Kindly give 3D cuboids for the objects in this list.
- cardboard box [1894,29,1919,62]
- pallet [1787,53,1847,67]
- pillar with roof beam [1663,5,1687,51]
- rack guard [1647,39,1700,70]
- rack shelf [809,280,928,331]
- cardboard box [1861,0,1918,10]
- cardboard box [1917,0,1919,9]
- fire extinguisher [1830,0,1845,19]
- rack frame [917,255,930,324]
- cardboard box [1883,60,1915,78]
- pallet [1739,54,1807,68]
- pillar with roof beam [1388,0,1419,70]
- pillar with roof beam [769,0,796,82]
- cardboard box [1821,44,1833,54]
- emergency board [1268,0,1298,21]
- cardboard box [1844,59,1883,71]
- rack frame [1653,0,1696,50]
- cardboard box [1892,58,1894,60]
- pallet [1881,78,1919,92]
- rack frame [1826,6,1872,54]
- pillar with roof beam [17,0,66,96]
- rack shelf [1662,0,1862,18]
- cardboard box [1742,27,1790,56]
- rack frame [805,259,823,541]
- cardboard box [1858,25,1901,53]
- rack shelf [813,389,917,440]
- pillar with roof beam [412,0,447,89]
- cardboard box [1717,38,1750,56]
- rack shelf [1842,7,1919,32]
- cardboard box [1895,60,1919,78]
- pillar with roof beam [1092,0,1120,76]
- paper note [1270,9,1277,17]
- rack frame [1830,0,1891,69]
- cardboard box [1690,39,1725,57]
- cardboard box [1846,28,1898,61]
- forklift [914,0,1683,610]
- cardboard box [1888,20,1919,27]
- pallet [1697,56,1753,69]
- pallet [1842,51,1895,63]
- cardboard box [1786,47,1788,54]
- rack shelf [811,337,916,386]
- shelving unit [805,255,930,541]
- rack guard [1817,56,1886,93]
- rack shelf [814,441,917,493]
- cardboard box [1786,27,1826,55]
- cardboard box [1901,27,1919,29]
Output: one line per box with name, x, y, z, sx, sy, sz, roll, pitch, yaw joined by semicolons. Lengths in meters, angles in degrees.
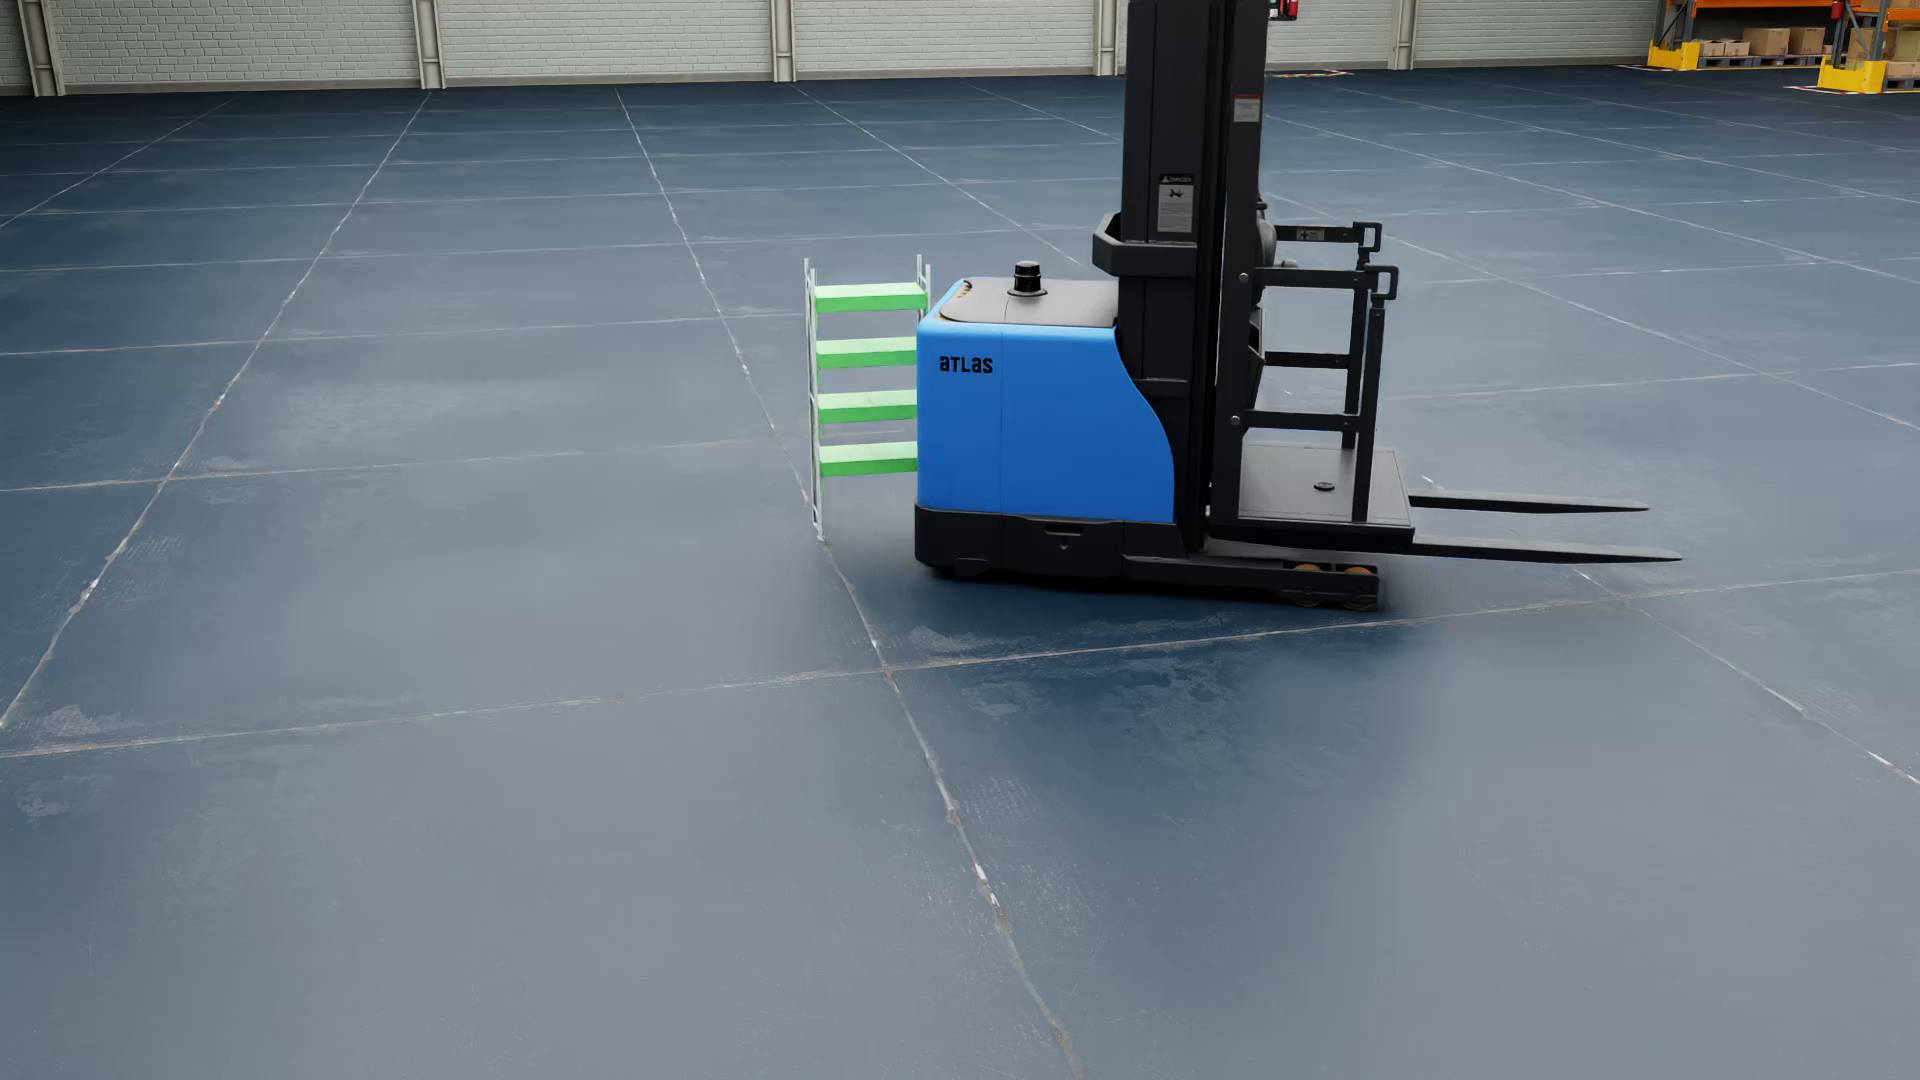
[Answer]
cardboard box;16.097;-8.292;27.886;0.500;0.500;0.500;-5;21;-12
pallet;17.142;-9.625;33.284;1.213;0.211;1.003;-5;21;-12
pillar with roof beam;15.367;-12.404;28.093;0.400;9.000;9.100;-5;21;-12
rack guard;13.968;-9.515;32.564;0.348;0.500;1.175;-5;21;-12
rack shelf;-0.395;-1.005;7.104;0.480;0.148;0.258;-4;20;-10
cardboard box;15.495;-9.105;27.663;0.500;0.500;0.700;-5;21;-12
cardboard box;16.005;-9.148;27.781;0.500;0.500;0.700;-4;21;-11
fire extinguisher;14.816;-9.135;28.004;0.183;0.674;0.296;-5;21;-12
rack frame;-0.155;-0.630;7.291;0.015;1.200;0.240;-4;20;-10
cardboard box;15.611;-7.899;27.905;0.500;0.250;0.500;-5;21;-12
pallet;15.952;-9.527;33.017;1.213;0.211;1.003;-5;21;-12
pillar with roof beam;9.528;-11.929;26.797;0.400;9.000;9.100;-5;21;-12
pillar with roof beam;-2.150;-10.979;24.204;0.400;9.000;9.100;-5;21;-12
cardboard box;17.273;-9.823;33.250;0.250;0.166;0.380;-7;21;-20
emergency board;6.124;-10.370;31.263;0.643;1.169;0.194;-5;21;-12
cardboard box;15.492;-8.073;28.378;0.500;0.250;0.500;-5;21;-12
rack frame;13.894;-10.683;32.117;0.127;3.000;1.000;-5;21;-12
cardboard box;15.976;-8.116;28.497;0.500;0.250;0.500;-5;21;-12
pallet;15.773;-7.790;28.275;1.213;0.211;1.003;-5;21;-12
rack frame;17.787;-11.000;32.981;0.127;3.000;1.000;-5;21;-12
pillar with roof beam;-13.828;-10.029;21.611;0.400;9.000;9.100;-5;21;-12
rack shelf;15.841;-10.504;32.673;4.000;0.370;1.077;-5;21;-12
cardboard box;15.869;-9.827;32.775;0.500;0.500;0.700;-6;21;-16
rack frame;-0.634;-0.598;7.203;0.015;1.200;0.240;-4;20;-10
cardboard box;18.500;-10.096;33.510;0.500;0.500;0.700;-4;20;-11
rack shelf;-0.395;-0.554;7.269;0.480;0.148;0.258;-4;20;-10
pillar with roof beam;-7.989;-10.504;22.907;0.400;9.000;9.100;-5;21;-12
cardboard box;15.143;-9.697;32.694;0.500;0.311;0.500;-3;20;-8
rack shelf;16.984;-8.846;28.147;4.000;0.370;1.077;-5;21;-12
cardboard box;16.097;-7.940;28.016;0.500;0.250;0.500;-5;21;-12
pillar with roof beam;3.689;-11.454;25.500;0.400;9.000;9.100;-5;21;-12
paper note;5.936;-9.966;31.440;0.142;0.148;0.016;-5;21;-12
rack frame;15.038;-9.025;27.591;0.127;3.000;1.000;-5;21;-12
cardboard box;14.588;-9.652;32.571;0.500;0.311;0.500;-7;21;-19
cardboard box;15.491;-8.425;28.251;0.500;0.500;0.500;-5;21;-12
forklift;1.378;-1.297;6.595;3.031;2.935;1.130;3;20;9
cardboard box;18.927;-10.484;33.479;0.500;0.250;0.500;-5;21;-14
pallet;14.767;-9.432;32.756;1.213;0.211;1.003;-5;21;-12
pallet;18.544;-9.752;33.631;1.213;0.211;1.003;-5;21;-12
cardboard box;16.226;-9.748;33.069;0.250;0.149;0.380;-6;21;-17
rack shelf;-0.395;-0.780;7.187;0.480;0.148;0.258;-4;20;-10
shelving unit;-0.395;-0.614;7.247;0.503;1.200;0.258;-4;20;-10
rack guard;15.015;-7.849;28.016;0.348;0.500;1.175;-5;21;-12
rack shelf;-0.395;-0.329;7.352;0.480;0.148;0.258;-4;20;-10
cardboard box;16.786;-9.937;33.075;0.500;0.500;0.500;-6;21;-17
cardboard box;16.461;-8.509;28.480;0.500;0.500;0.500;-5;21;-12
